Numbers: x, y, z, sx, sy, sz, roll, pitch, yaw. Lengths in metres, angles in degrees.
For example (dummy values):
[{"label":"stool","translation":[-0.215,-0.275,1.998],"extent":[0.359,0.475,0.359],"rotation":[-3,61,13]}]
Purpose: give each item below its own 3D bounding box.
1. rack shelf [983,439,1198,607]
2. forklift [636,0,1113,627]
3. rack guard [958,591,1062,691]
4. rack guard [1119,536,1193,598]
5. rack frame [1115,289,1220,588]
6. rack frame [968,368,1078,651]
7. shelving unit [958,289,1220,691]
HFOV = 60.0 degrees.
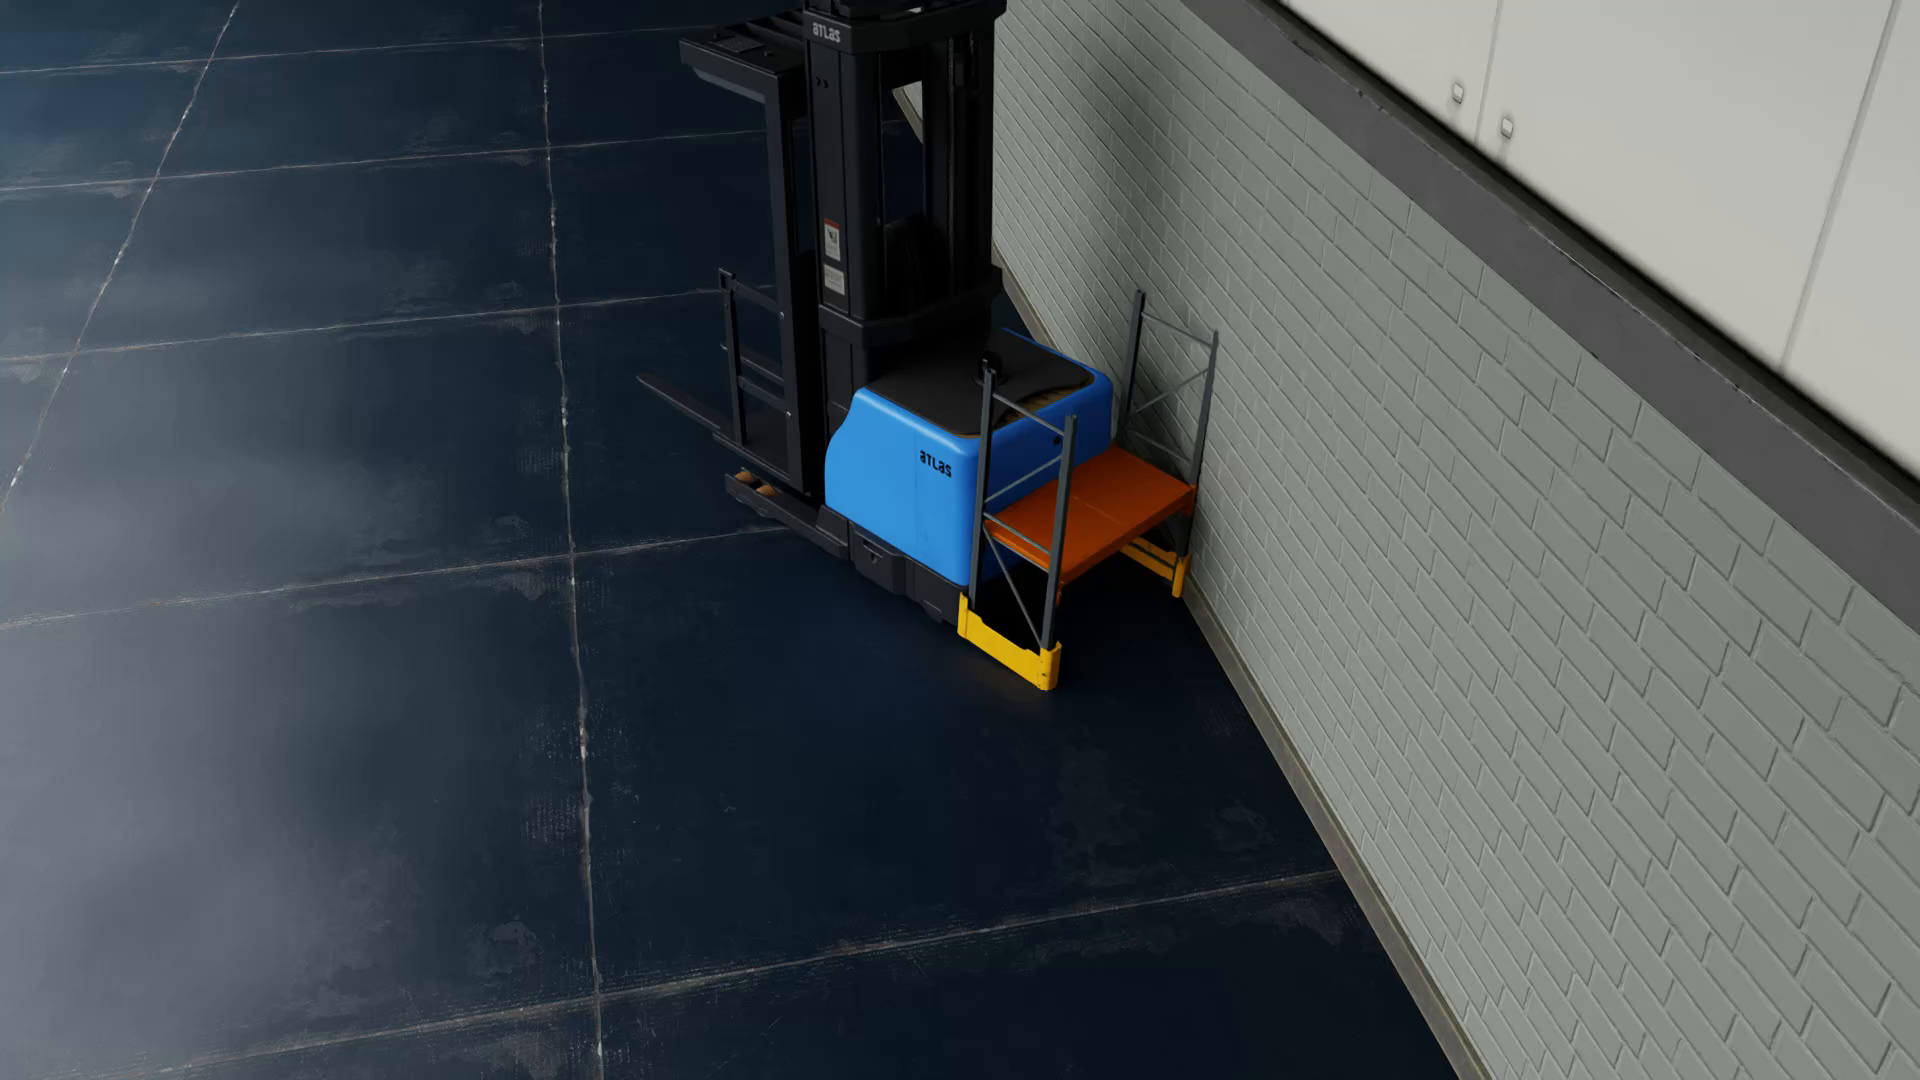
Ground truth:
[{"label":"rack shelf","translation":[0.600,-0.099,7.828],"extent":[0.538,0.185,1.000],"rotation":[32,46,31]},{"label":"forklift","translation":[-0.625,-1.518,8.382],"extent":[1.130,2.935,3.031],"rotation":[-28,43,-35]},{"label":"rack guard","translation":[0.227,0.463,7.806],"extent":[0.587,0.250,0.087],"rotation":[32,46,31]},{"label":"rack guard","translation":[0.914,0.044,8.392],"extent":[0.587,0.250,0.087],"rotation":[32,46,31]},{"label":"rack frame","translation":[0.960,-0.453,8.016],"extent":[0.500,1.500,0.032],"rotation":[32,46,31]},{"label":"rack frame","translation":[0.258,-0.026,7.418],"extent":[0.500,1.500,0.032],"rotation":[32,46,31]},{"label":"shelving unit","translation":[0.603,-0.236,7.711],"extent":[0.587,1.500,1.083],"rotation":[32,46,31]}]
